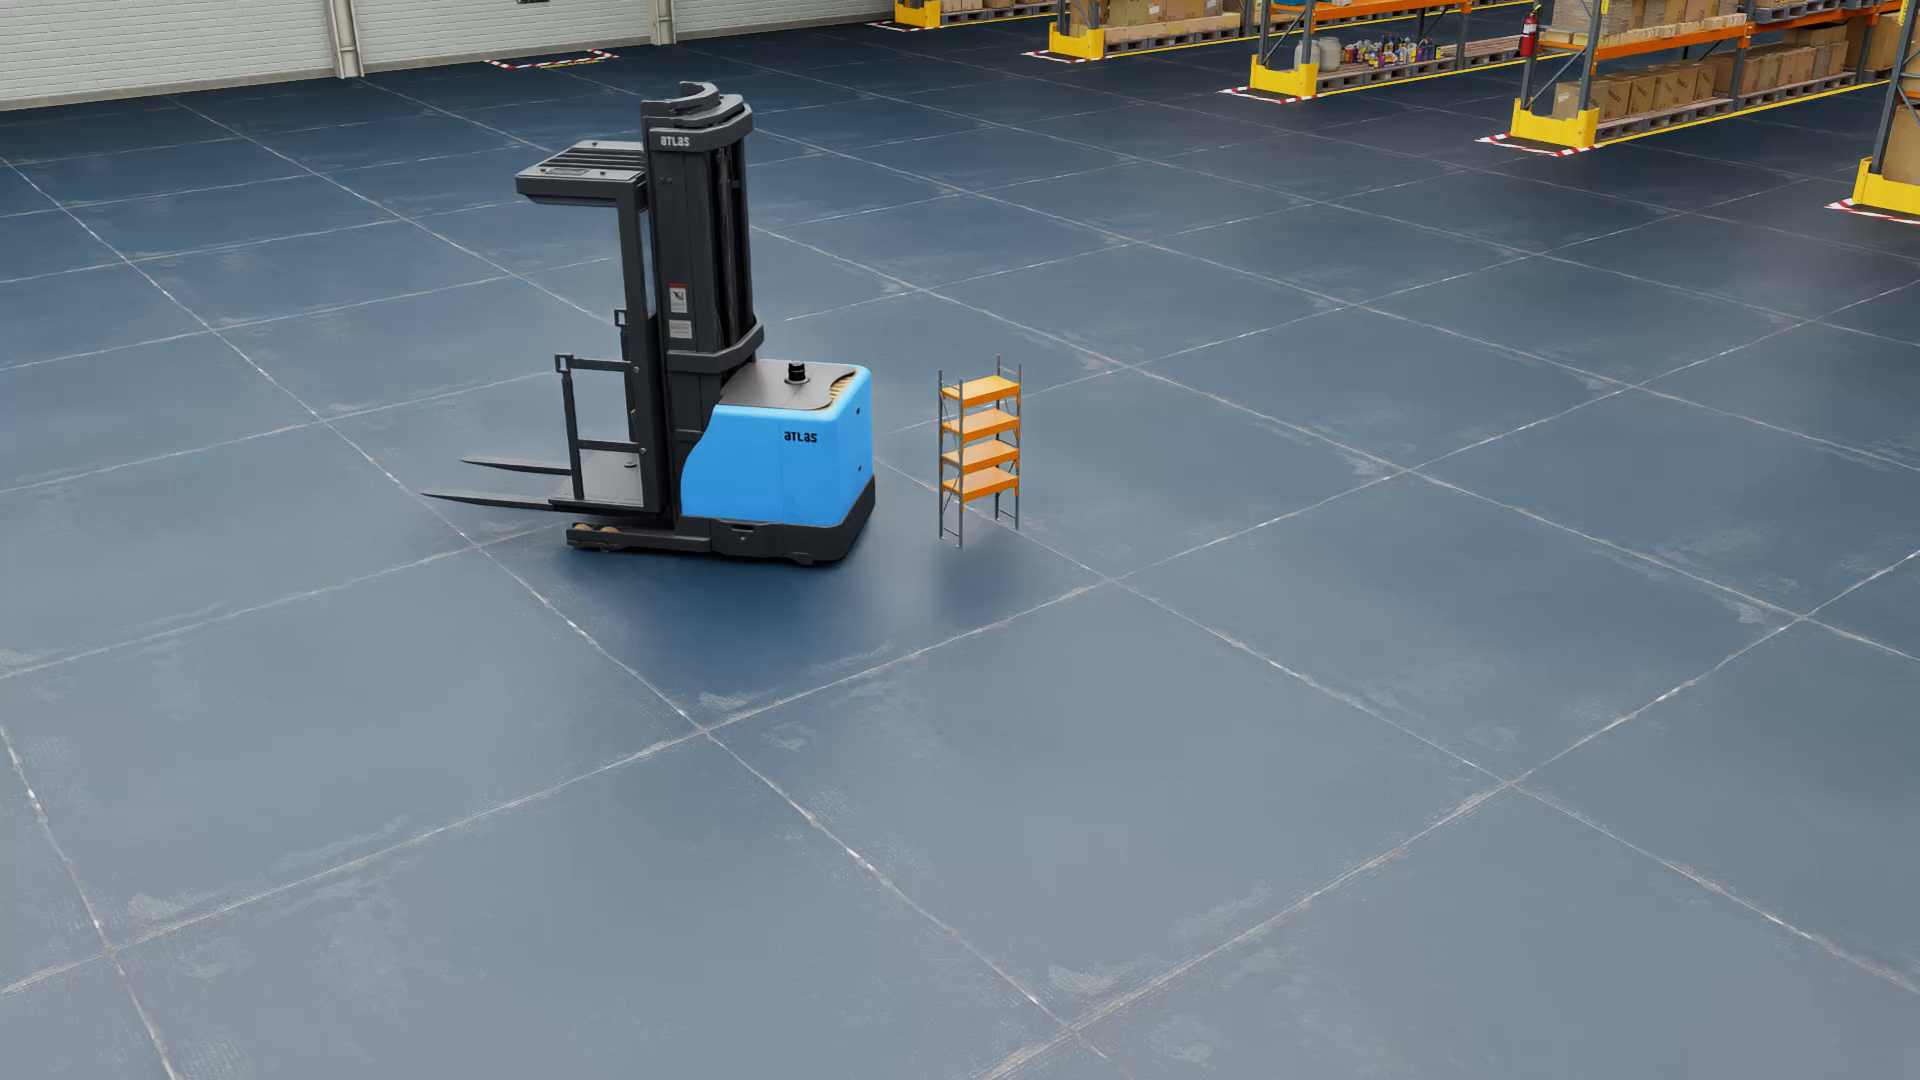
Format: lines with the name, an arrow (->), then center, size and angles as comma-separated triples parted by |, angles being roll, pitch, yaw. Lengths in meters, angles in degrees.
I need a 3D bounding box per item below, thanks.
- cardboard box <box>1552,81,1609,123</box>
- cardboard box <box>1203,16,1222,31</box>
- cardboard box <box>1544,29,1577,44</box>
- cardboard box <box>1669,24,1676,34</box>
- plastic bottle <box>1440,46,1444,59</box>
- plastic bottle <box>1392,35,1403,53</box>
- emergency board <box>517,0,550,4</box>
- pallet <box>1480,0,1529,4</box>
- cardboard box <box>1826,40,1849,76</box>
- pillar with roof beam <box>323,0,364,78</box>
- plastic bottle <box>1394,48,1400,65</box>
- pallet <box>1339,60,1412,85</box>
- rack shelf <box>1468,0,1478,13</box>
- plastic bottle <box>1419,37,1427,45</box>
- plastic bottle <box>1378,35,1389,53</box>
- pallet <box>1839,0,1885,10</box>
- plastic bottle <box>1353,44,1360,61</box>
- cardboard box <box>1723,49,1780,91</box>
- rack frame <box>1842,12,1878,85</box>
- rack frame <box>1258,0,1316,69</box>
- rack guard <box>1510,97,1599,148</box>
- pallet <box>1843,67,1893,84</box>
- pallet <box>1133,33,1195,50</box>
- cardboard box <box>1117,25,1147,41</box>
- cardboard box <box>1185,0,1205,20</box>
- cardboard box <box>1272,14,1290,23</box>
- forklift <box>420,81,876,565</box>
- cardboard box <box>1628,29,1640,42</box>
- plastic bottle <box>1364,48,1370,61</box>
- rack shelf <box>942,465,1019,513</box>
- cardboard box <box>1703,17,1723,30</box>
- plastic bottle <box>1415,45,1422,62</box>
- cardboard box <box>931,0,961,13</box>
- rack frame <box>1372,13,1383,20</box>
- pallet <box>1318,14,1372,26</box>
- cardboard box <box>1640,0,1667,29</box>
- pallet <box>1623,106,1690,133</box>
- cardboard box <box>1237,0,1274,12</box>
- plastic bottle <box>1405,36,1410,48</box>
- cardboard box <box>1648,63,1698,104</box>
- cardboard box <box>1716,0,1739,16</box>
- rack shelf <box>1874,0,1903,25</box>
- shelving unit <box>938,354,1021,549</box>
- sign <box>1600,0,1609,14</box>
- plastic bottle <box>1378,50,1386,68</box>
cardboard box -> 8.745, -6.169, 23.450 | 0.500, 0.500, 0.500 | -12, 28, -25
cardboard box -> 4.651, -9.901, 31.789 | 0.500, 0.250, 0.500 | -18, 31, -34
cardboard box -> 8.340, -6.984, 23.034 | 0.250, 0.149, 0.380 | -18, 31, -34
cardboard box -> 9.969, -7.303, 23.722 | 0.250, 0.149, 0.380 | -18, 31, -34
plastic bottle -> 8.241, -8.369, 28.520 | 0.097, 0.201, 0.097 | 0, 25, 0
plastic bottle -> 7.532, -8.514, 28.655 | 0.185, 0.351, 0.144 | -18, 31, -34
emergency board -> -7.617, -10.163, 29.585 | 0.626, 1.169, 0.157 | -18, 31, -34
pallet -> 12.117, -12.269, 37.435 | 1.213, 0.211, 1.003 | -18, 31, -34
cardboard box -> 14.023, -7.919, 27.197 | 0.500, 0.500, 0.700 | -20, 32, -37
pillar with roof beam -> -7.696, -10.525, 23.238 | 0.400, 9.000, 9.100 | -18, 31, -34
plastic bottle -> 7.314, -8.094, 27.845 | 0.097, 0.271, 0.097 | 0, 25, 0
pallet -> 6.819, -7.892, 28.003 | 1.213, 0.211, 1.003 | -18, 31, -34
rack shelf -> 9.908, -9.829, 29.720 | 4.000, 0.370, 1.077 | -18, 31, -34
plastic bottle -> 7.917, -8.419, 28.451 | 0.185, 0.351, 0.144 | -18, 31, -34
plastic bottle -> 7.295, -8.512, 28.653 | 0.185, 0.351, 0.144 | -20, 31, -36
pallet -> 14.043, -8.727, 26.718 | 1.003, 0.211, 1.213 | -18, 31, -34
plastic bottle -> 6.686, -8.276, 28.231 | 0.135, 0.276, 0.152 | -19, 31, -35
cardboard box -> 12.274, -7.331, 25.929 | 0.500, 0.500, 0.700 | -18, 31, -34
rack frame -> 14.538, -9.034, 27.152 | 0.127, 3.000, 1.000 | -18, 31, -34
rack frame -> 5.187, -8.597, 26.210 | 0.127, 3.000, 1.000 | -18, 31, -34
rack guard -> 8.303, -5.842, 23.243 | 0.348, 0.500, 1.175 | -18, 31, -34
pallet -> 15.205, -7.949, 28.127 | 1.213, 0.211, 1.003 | -18, 31, -34
pallet -> 3.669, -9.501, 31.472 | 1.213, 0.211, 1.003 | -18, 31, -34
cardboard box -> 3.084, -9.379, 30.662 | 0.500, 0.250, 0.500 | -18, 31, -34
cardboard box -> 4.259, -10.111, 31.350 | 0.500, 0.500, 0.500 | -18, 31, -34
cardboard box -> 6.154, -10.376, 32.811 | 0.500, 0.250, 0.500 | -17, 30, -33
forklift -> -2.159, -1.461, 10.917 | 3.031, 2.935, 1.130 | 5, 25, 10
cardboard box -> 9.213, -7.027, 23.127 | 0.250, 0.149, 0.380 | -18, 31, -34
plastic bottle -> 6.923, -8.257, 28.280 | 0.097, 0.201, 0.097 | 0, 25, 0
rack shelf -> 0.130, -0.346, 11.202 | 0.480, 0.148, 0.258 | -18, 31, -34
cardboard box -> 10.839, -7.519, 24.187 | 0.250, 0.149, 0.380 | -18, 31, -34
plastic bottle -> 7.752, -8.234, 28.134 | 0.133, 0.283, 0.061 | -16, 29, -31
cardboard box -> -0.327, -11.008, 34.078 | 0.500, 0.311, 0.500 | -23, 33, -40
rack frame -> 8.428, -12.317, 34.226 | 0.127, 3.000, 1.000 | -18, 31, -34
pallet -> 7.757, -10.851, 34.380 | 1.213, 0.211, 1.003 | -18, 31, -34
cardboard box -> 9.432, -7.555, 23.494 | 0.500, 0.500, 0.875 | -18, 31, -34
pallet -> 9.923, -6.225, 24.413 | 1.213, 0.211, 1.003 | -18, 31, -34
cardboard box -> 5.760, -10.500, 32.413 | 0.500, 0.311, 0.500 | -18, 30, -34
plastic bottle -> 7.813, -8.660, 29.065 | 0.097, 0.271, 0.097 | 0, 25, 0
cardboard box -> 10.605, -6.810, 24.830 | 0.500, 0.500, 0.500 | -9, 26, -18
cardboard box -> 10.998, -8.079, 24.622 | 0.500, 0.500, 0.875 | -18, 31, -34
rack shelf -> 16.112, -9.227, 28.423 | 4.000, 0.370, 1.077 | -18, 31, -34
shelving unit -> 0.130, -0.587, 11.090 | 0.503, 1.200, 0.258 | -18, 31, -34
sign -> 8.578, -7.169, 22.105 | 0.005, 0.325, 0.100 | -18, 31, -34
plastic bottle -> 6.995, -7.985, 27.595 | 0.133, 0.283, 0.061 | -18, 30, -33
